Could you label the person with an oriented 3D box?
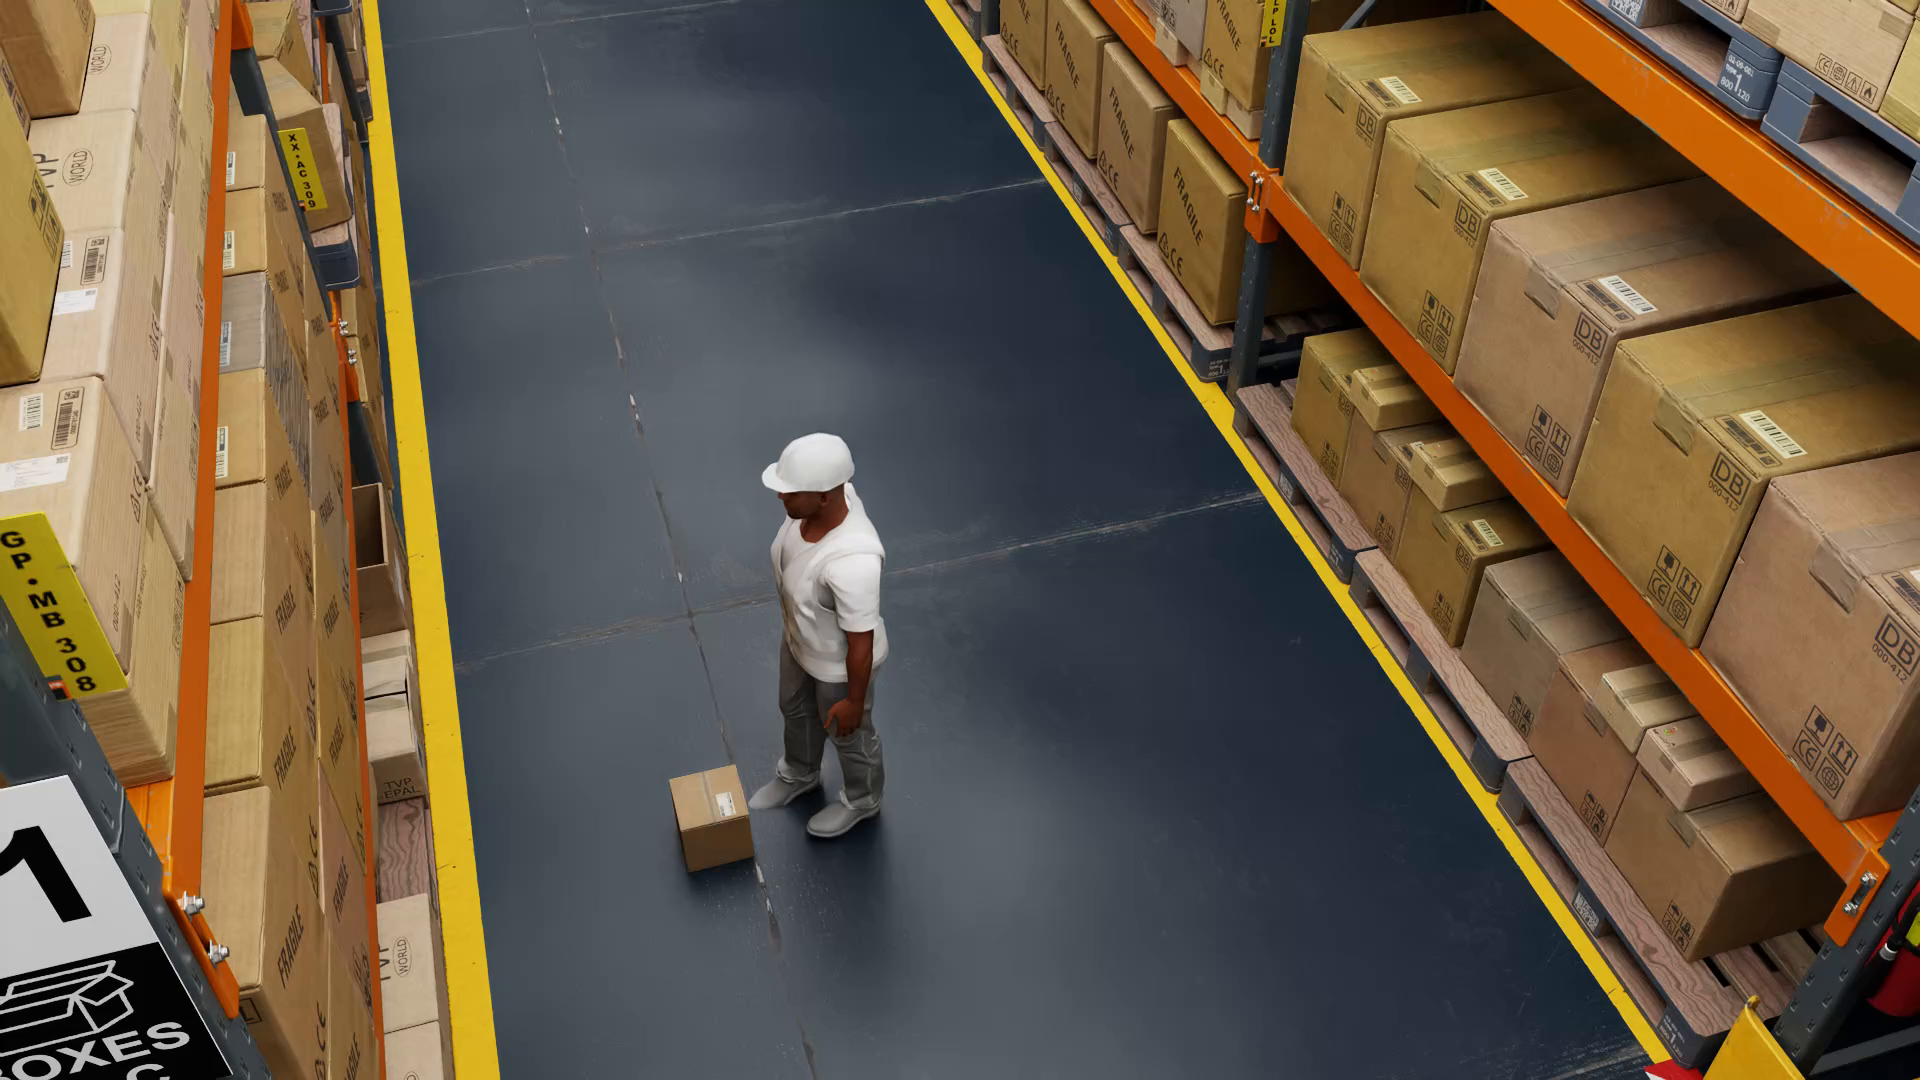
[{"bbox_3d":[-0.507,0.406,5.708,0.511,1.804,0.602,-18,45,-19],"label":"person"}]
